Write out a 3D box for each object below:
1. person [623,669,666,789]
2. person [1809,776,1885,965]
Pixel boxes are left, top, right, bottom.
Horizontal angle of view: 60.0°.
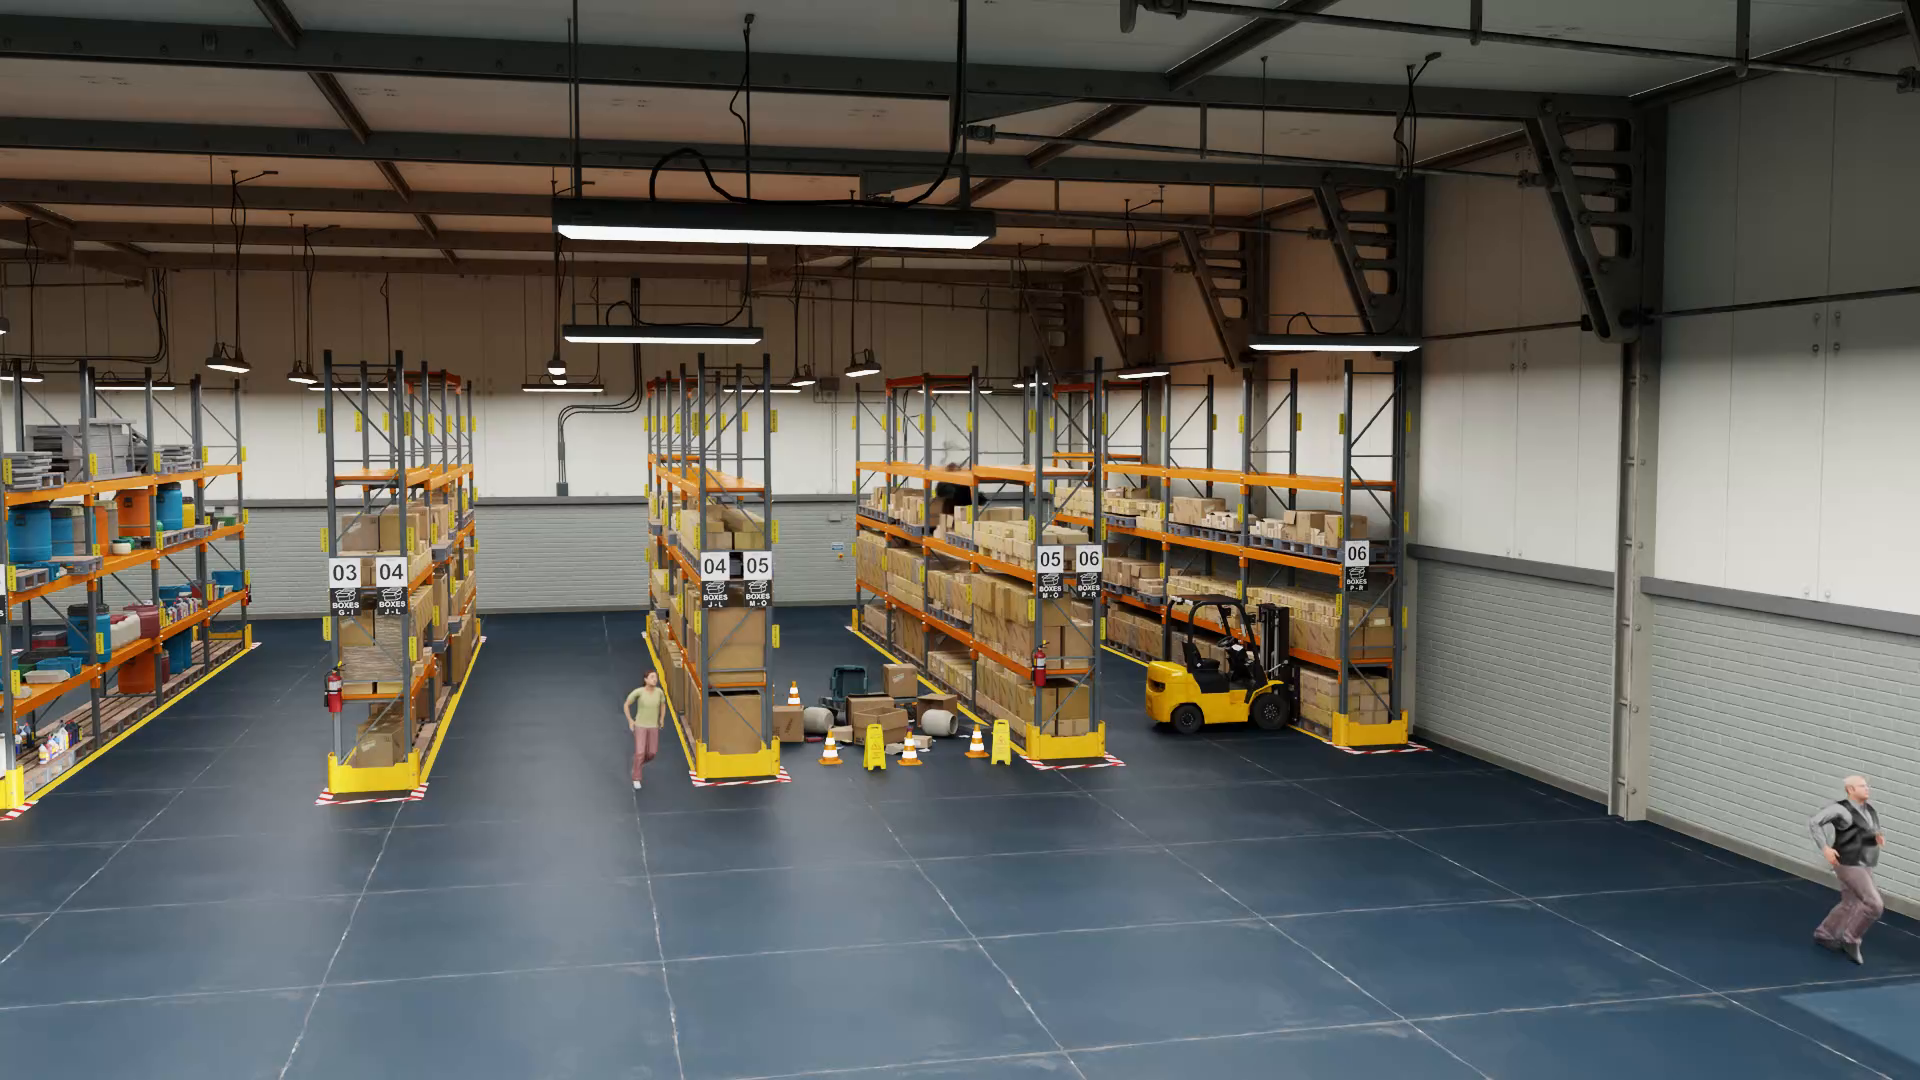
[{"bbox_3d":[-4.379,2.599,23.165,0.621,1.625,0.566,-2,5,-30],"label":"person"},{"bbox_3d":[8.378,3.080,15.585,0.649,1.742,0.668,-3,5,-36],"label":"person"}]
